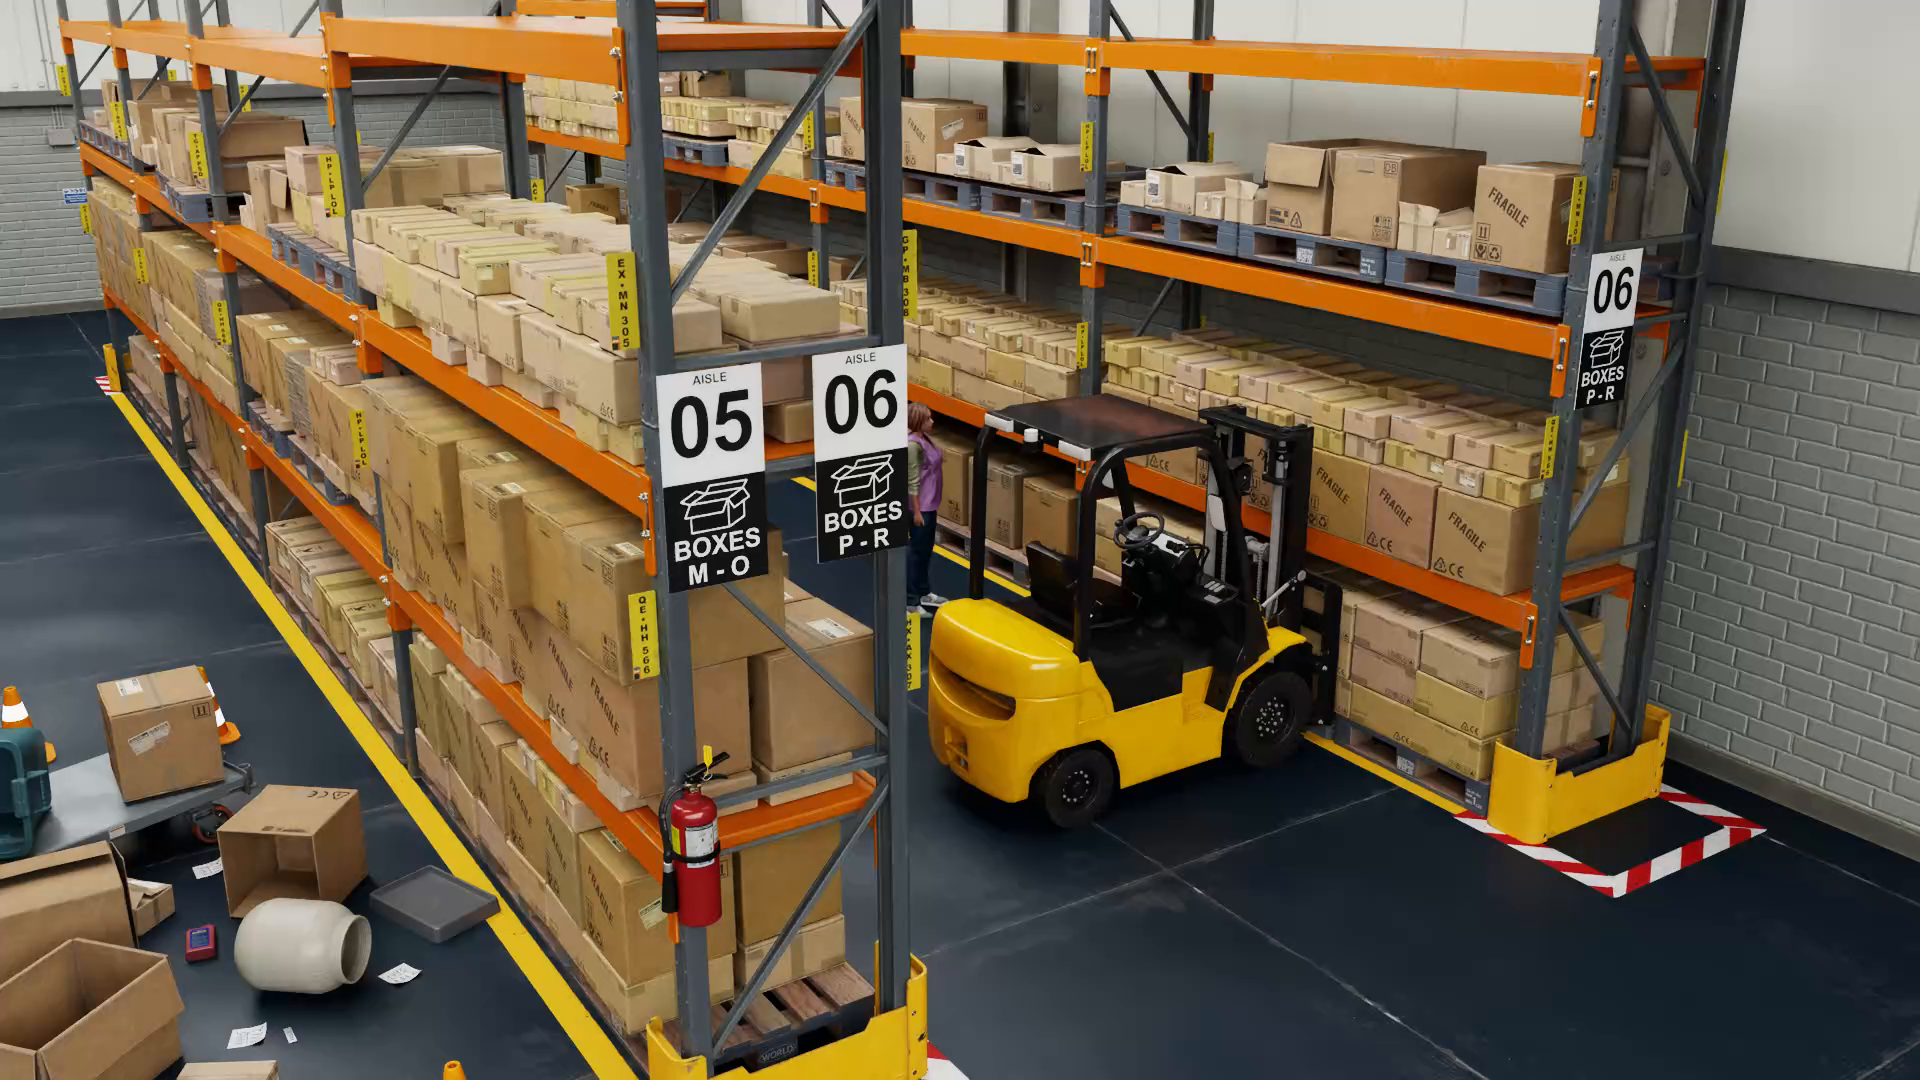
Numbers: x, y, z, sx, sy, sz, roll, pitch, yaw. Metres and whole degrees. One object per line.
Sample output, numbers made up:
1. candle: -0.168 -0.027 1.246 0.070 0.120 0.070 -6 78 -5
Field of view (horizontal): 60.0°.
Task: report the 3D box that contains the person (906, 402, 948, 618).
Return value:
1. person: -0.267 -0.223 12.289 0.334 1.639 0.413 3 19 8
